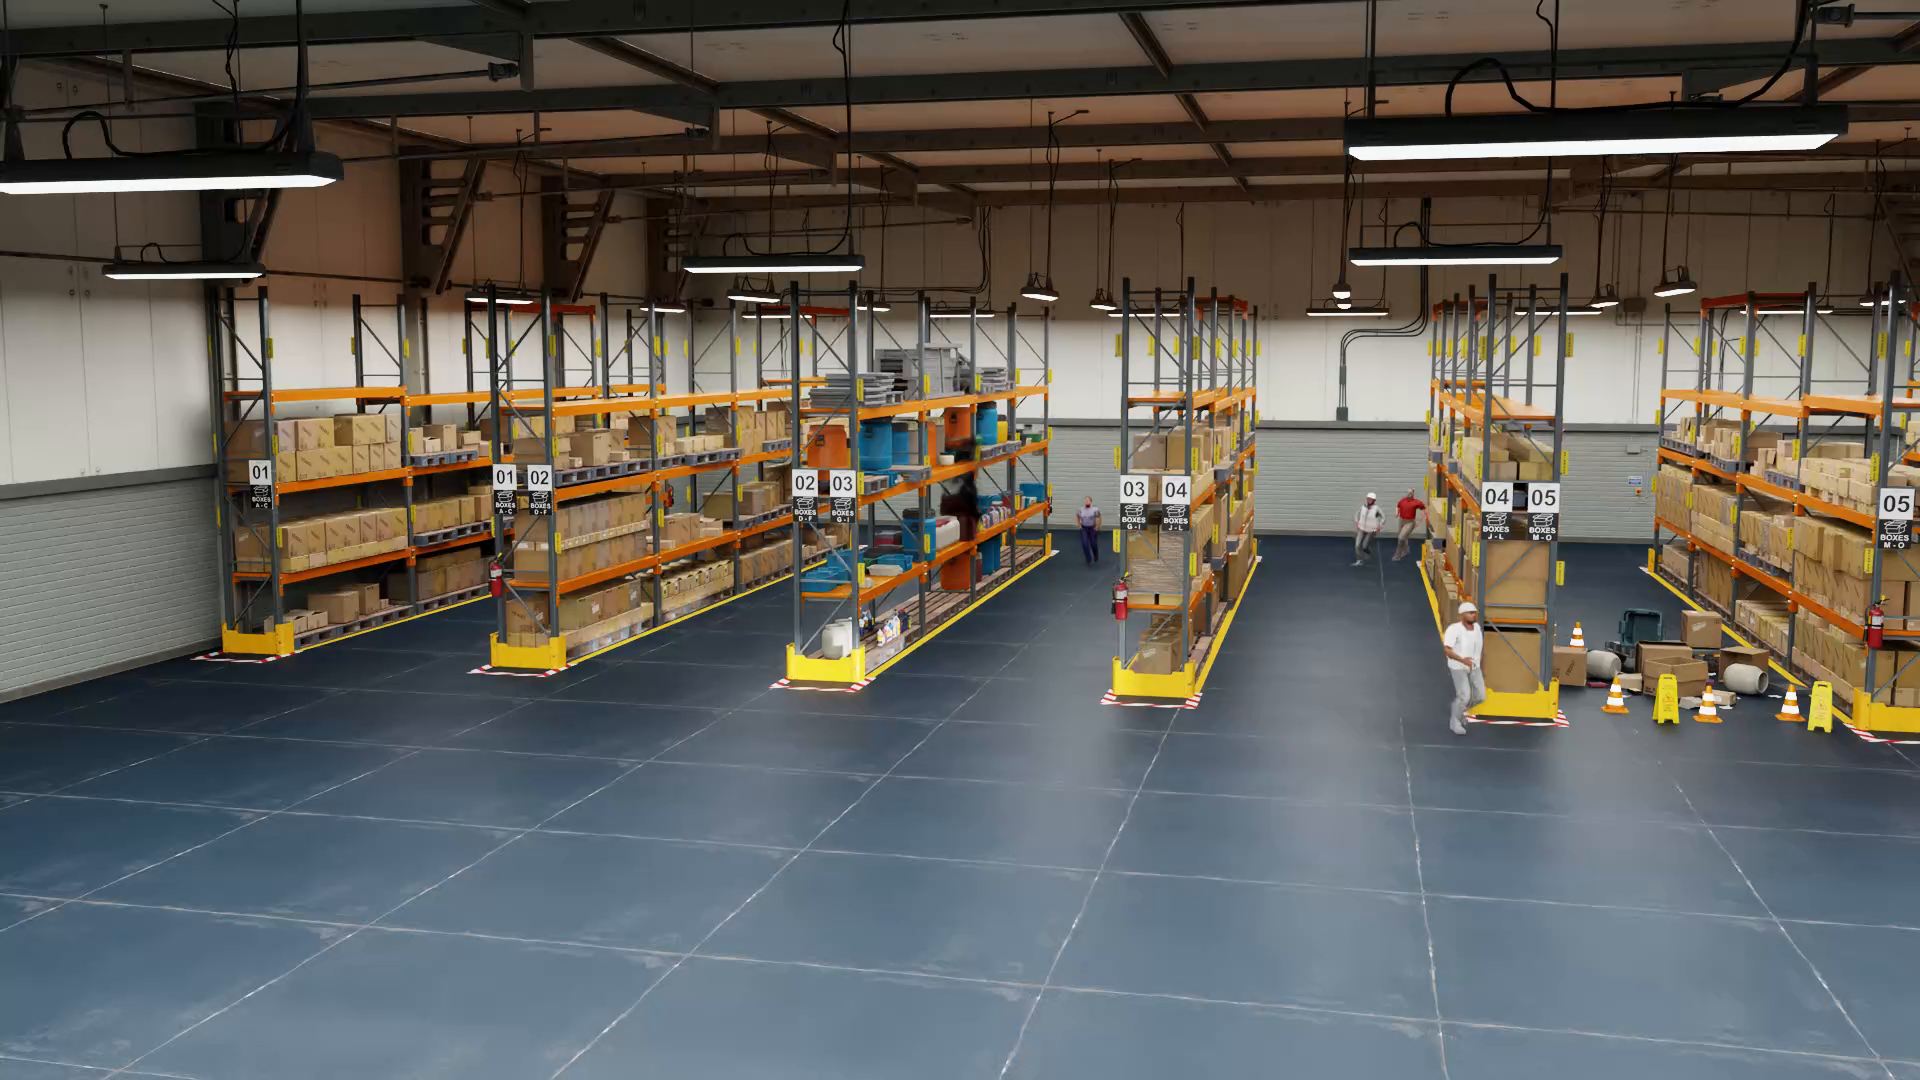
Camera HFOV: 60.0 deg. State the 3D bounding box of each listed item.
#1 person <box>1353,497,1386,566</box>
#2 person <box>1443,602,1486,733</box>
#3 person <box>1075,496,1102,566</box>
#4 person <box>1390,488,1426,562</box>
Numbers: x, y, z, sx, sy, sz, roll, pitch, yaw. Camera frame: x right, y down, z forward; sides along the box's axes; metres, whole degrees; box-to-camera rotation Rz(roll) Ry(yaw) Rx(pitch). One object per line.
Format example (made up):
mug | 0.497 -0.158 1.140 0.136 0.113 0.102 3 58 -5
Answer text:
person | 9.448 -0.219 38.382 0.738 1.663 0.554 5 8 36
person | 6.619 1.662 21.649 0.738 1.725 0.594 -3 7 -25
person | 2.958 -0.210 38.548 0.597 1.622 0.528 1 7 12
person | 10.577 -0.353 39.362 0.853 1.756 0.743 -5 8 -37
